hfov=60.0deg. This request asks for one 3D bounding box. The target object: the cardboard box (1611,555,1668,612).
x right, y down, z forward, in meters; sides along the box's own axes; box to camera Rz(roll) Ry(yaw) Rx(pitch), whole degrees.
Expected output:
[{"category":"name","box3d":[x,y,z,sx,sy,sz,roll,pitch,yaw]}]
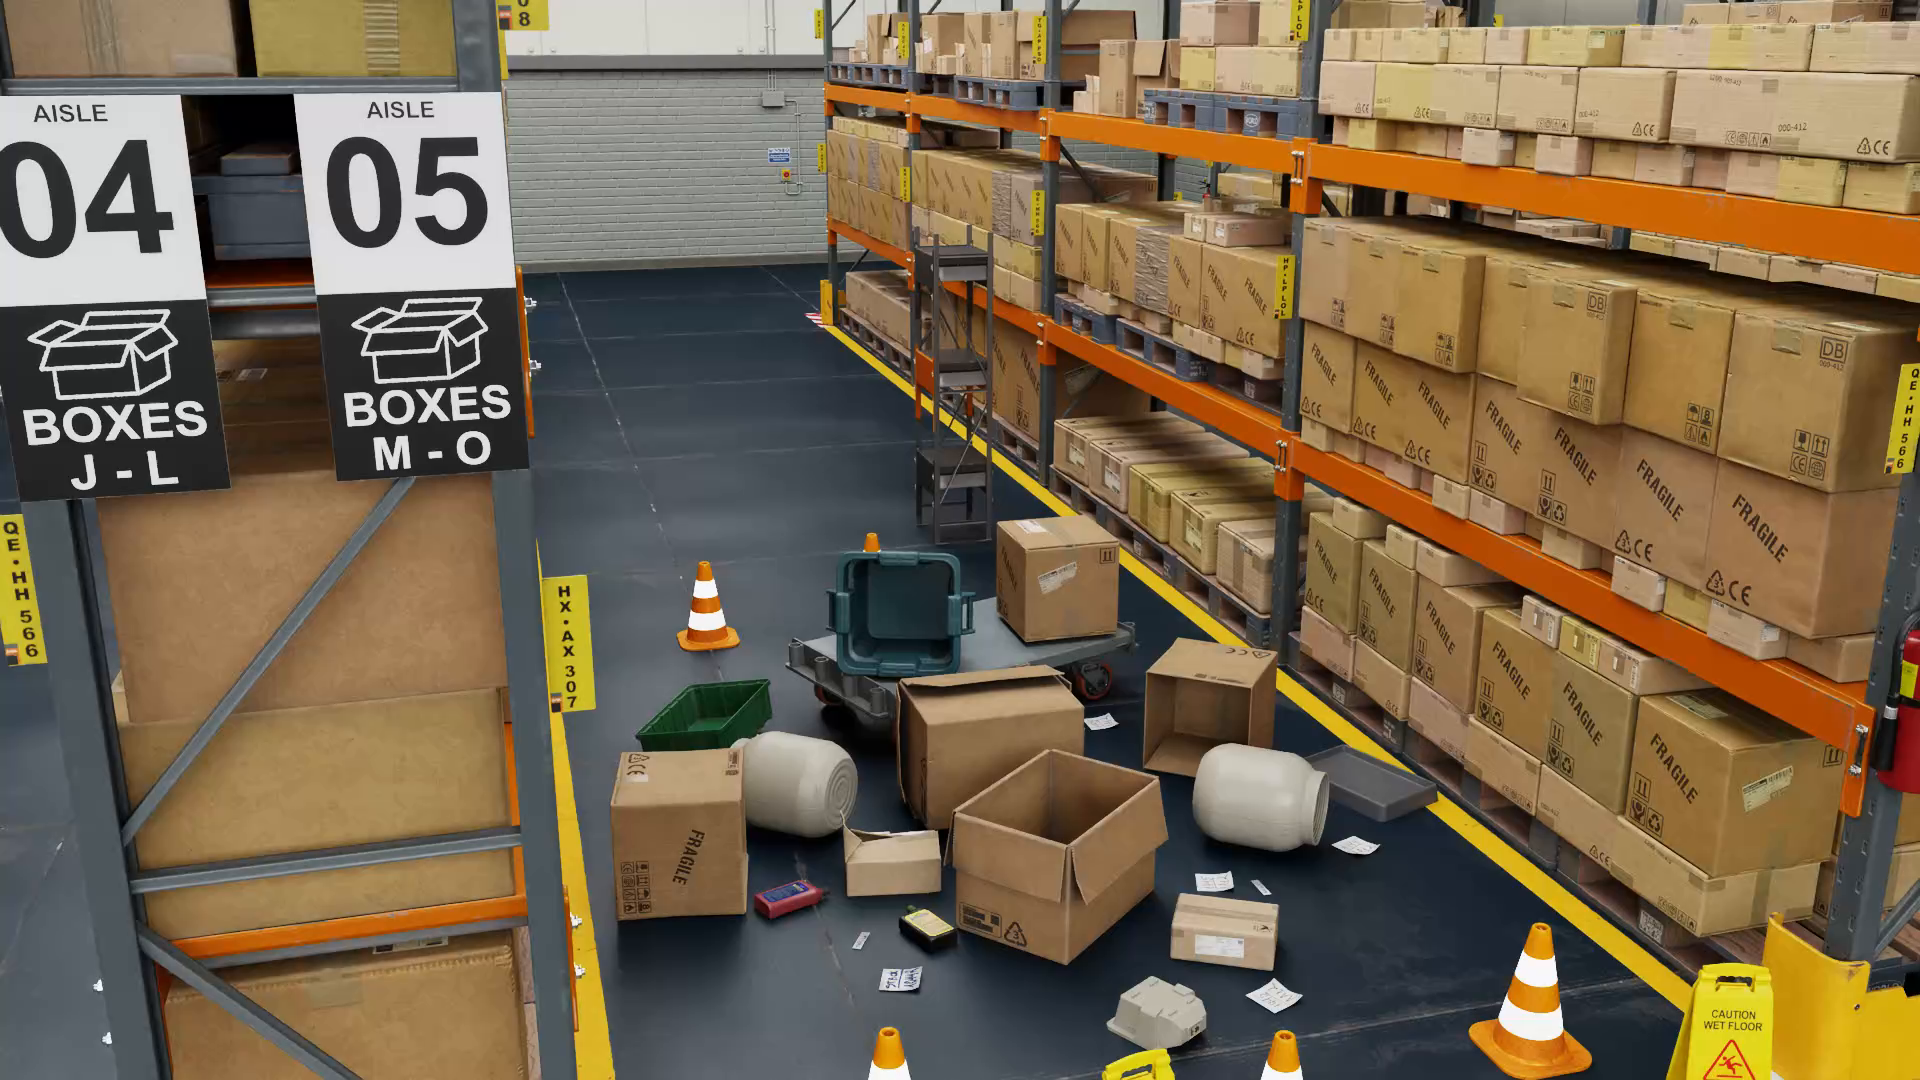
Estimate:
[{"category":"cardboard box","box3d":[2.668,0.146,6.190,0.380,0.149,0.250,-4,17,-14]}]

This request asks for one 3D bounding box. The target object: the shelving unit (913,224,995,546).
[{"category":"shelving unit","box3d":[-0.045,-1.051,11.302,0.431,2.100,0.503,-5,17,-15]}]

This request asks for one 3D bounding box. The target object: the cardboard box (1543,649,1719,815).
[{"category":"cardboard box","box3d":[2.685,0.726,6.567,0.500,0.500,0.500,-4,17,-13]}]

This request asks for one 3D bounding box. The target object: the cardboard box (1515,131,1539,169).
[{"category":"cardboard box","box3d":[2.477,-1.575,6.705,0.380,0.149,0.250,-5,17,-15]}]

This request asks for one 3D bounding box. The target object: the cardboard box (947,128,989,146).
[{"category":"cardboard box","box3d":[0.082,-4.020,16.580,0.380,0.149,0.250,-4,17,-14]}]

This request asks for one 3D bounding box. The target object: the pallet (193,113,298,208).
[{"category":"pallet","box3d":[-1.982,-1.203,5.182,1.003,0.211,1.213,-5,17,-15]}]

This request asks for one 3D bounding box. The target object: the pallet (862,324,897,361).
[{"category":"pallet","box3d":[-0.468,-2.224,18.489,1.003,0.211,1.213,-5,17,-15]}]

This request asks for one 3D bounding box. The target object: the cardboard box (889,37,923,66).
[{"category":"cardboard box","box3d":[-0.478,-4.777,16.258,0.396,0.266,0.258,-4,17,-13]}]

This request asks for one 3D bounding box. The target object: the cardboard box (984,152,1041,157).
[{"category":"cardboard box","box3d":[0.519,-3.285,15.263,0.500,0.500,0.500,-4,17,-14]}]

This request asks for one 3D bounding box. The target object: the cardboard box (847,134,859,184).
[{"category":"cardboard box","box3d":[-0.939,-4.199,18.303,0.500,0.500,0.500,-5,17,-16]}]

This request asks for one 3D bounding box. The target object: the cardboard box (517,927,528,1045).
[{"category":"cardboard box","box3d":[-1.923,1.125,5.457,0.875,0.875,0.875,-5,17,-16]}]

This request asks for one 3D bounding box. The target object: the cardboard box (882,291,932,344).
[{"category":"cardboard box","box3d":[-0.311,-2.409,17.980,0.875,0.438,0.875,-5,17,-17]}]

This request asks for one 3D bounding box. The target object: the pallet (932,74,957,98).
[{"category":"pallet","box3d":[0.304,-4.100,15.006,0.805,0.209,1.217,-5,18,-17]}]

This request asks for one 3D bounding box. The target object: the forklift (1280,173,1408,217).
[{"category":"forklift","box3d":[3.428,-2.302,14.022,1.130,2.935,3.031,-7,18,-23]}]

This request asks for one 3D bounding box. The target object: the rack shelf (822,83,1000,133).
[{"category":"rack shelf","box3d":[-0.545,-4.650,17.755,1.077,0.370,4.000,-5,17,-15]}]

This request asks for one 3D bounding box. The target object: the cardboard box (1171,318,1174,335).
[{"category":"cardboard box","box3d":[1.557,-1.358,10.464,0.380,0.149,0.250,-5,18,-17]}]

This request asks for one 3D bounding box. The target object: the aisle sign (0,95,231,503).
[{"category":"aisle sign","box3d":[-1.698,-0.468,3.277,0.394,0.787,0.004,-5,17,-15]}]

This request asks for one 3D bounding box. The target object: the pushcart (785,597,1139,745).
[{"category":"pushcart","box3d":[0.025,0.658,8.605,1.648,0.377,0.936,-12,20,-34]}]

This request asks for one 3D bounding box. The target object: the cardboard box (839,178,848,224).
[{"category":"cardboard box","box3d":[-1.073,-3.866,18.934,0.500,0.500,0.500,-5,17,-16]}]

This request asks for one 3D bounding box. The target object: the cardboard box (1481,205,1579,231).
[{"category":"cardboard box","box3d":[5.249,-2.979,15.247,0.797,0.503,0.637,-5,17,-17]}]

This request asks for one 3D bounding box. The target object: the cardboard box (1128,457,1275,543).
[{"category":"cardboard box","box3d":[1.663,-0.270,10.975,0.950,0.372,0.625,-4,17,-13]}]

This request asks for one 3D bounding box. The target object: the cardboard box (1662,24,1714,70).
[{"category":"cardboard box","box3d":[2.724,-1.740,5.867,0.380,0.149,0.250,-5,17,-15]}]

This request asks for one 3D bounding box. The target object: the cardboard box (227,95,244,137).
[{"category":"cardboard box","box3d":[-2.055,-1.107,4.243,0.380,0.149,0.250,-5,17,-15]}]

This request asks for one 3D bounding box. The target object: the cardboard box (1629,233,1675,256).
[{"category":"cardboard box","box3d":[5.739,-2.315,13.338,0.500,0.250,0.500,-5,17,-15]}]

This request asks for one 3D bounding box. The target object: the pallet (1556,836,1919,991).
[{"category":"pallet","box3d":[3.093,1.401,6.420,1.003,0.211,1.213,-5,17,-15]}]

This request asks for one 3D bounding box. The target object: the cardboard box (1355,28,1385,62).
[{"category":"cardboard box","box3d":[2.076,-2.308,7.757,0.380,0.149,0.250,-4,17,-14]}]

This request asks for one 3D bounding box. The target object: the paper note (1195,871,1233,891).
[{"category":"paper note","box3d":[1.040,1.391,6.788,0.148,0.019,0.142,1,17,4]}]

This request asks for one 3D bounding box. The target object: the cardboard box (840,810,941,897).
[{"category":"cardboard box","box3d":[-0.285,1.267,6.774,0.396,0.266,0.258,-2,17,-6]}]

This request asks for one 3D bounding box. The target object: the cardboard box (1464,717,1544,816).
[{"category":"cardboard box","box3d":[2.538,0.940,7.159,0.500,0.250,0.500,-5,18,-17]}]

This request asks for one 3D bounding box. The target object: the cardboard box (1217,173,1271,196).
[{"category":"cardboard box","box3d":[3.543,-4.429,20.725,0.500,0.250,0.500,-5,17,-15]}]

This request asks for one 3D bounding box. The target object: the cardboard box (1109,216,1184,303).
[{"category":"cardboard box","box3d":[1.308,-1.857,11.000,0.500,0.500,0.500,-4,17,-14]}]

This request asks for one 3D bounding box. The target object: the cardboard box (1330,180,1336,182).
[{"category":"cardboard box","box3d":[4.331,-4.189,19.927,0.500,0.250,0.500,-4,17,-14]}]

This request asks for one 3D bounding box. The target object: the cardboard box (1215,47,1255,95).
[{"category":"cardboard box","box3d":[1.770,-2.648,9.371,0.500,0.250,0.500,-4,17,-15]}]

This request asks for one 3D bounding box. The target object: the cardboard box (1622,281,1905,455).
[{"category":"cardboard box","box3d":[2.821,-0.619,5.871,0.700,0.500,0.500,-5,17,-15]}]

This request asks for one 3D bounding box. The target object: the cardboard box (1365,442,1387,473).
[{"category":"cardboard box","box3d":[2.203,-0.422,8.080,0.380,0.149,0.250,-5,17,-16]}]

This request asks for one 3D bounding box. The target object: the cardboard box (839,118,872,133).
[{"category":"cardboard box","box3d":[-1.161,-4.681,18.781,0.380,0.149,0.250,-4,17,-14]}]

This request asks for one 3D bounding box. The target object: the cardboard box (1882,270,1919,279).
[{"category":"cardboard box","box3d":[6.363,-1.825,11.012,0.380,0.149,0.250,-5,18,-17]}]

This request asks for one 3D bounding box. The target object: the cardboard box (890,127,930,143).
[{"category":"cardboard box","box3d":[-0.500,-4.122,16.921,0.380,0.149,0.250,-5,17,-16]}]

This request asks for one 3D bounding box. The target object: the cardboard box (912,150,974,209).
[{"category":"cardboard box","box3d":[-0.150,-3.387,15.602,0.500,0.500,0.500,-4,17,-15]}]

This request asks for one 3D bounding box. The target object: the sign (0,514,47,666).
[{"category":"sign","box3d":[-1.954,0.105,3.464,0.100,0.325,0.005,-5,17,-15]}]

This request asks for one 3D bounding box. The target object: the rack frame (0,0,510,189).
[{"category":"rack frame","box3d":[-1.429,-2.139,2.932,1.000,3.000,0.127,-5,17,-15]}]

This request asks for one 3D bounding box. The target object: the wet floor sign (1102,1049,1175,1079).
[{"category":"wet floor sign","box3d":[0.483,1.713,4.628,0.267,0.644,0.232,-8,18,-25]}]

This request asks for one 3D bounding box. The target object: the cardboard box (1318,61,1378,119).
[{"category":"cardboard box","box3d":[2.061,-2.156,7.944,0.500,0.250,0.500,-5,17,-16]}]

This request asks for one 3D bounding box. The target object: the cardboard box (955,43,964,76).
[{"category":"cardboard box","box3d":[0.171,-4.045,13.994,0.396,0.266,0.258,-3,17,-11]}]

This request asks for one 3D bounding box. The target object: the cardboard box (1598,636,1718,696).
[{"category":"cardboard box","box3d":[2.667,0.463,6.314,0.380,0.149,0.250,-4,17,-14]}]

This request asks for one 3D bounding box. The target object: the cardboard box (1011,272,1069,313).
[{"category":"cardboard box","box3d":[0.716,-1.946,12.977,0.500,0.250,0.500,-5,18,-17]}]

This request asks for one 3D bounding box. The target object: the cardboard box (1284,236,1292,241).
[{"category":"cardboard box","box3d":[2.090,-1.612,10.184,0.500,0.500,0.500,-5,17,-16]}]

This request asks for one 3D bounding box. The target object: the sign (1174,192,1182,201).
[{"category":"sign","box3d":[1.623,-2.460,12.554,0.100,0.325,0.005,-5,17,-15]}]

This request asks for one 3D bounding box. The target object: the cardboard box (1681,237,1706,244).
[{"category":"cardboard box","box3d":[5.850,-2.396,12.914,0.380,0.149,0.250,-4,17,-14]}]

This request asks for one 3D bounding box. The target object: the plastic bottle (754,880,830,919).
[{"category":"plastic bottle","box3d":[-0.665,1.420,6.618,0.283,0.061,0.133,-12,20,-34]}]

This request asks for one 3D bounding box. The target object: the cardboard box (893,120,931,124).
[{"category":"cardboard box","box3d":[-0.525,-4.581,18.450,0.380,0.149,0.250,-5,17,-16]}]

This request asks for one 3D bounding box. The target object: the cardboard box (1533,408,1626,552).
[{"category":"cardboard box","box3d":[2.621,-0.282,6.485,0.500,0.500,0.500,-5,17,-16]}]

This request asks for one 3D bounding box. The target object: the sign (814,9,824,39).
[{"category":"sign","box3d":[-1.629,-5.962,19.215,0.100,0.325,0.005,-5,17,-15]}]

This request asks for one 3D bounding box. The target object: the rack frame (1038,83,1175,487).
[{"category":"rack frame","box3d":[1.104,-1.898,12.558,1.000,3.000,0.127,-5,17,-15]}]
